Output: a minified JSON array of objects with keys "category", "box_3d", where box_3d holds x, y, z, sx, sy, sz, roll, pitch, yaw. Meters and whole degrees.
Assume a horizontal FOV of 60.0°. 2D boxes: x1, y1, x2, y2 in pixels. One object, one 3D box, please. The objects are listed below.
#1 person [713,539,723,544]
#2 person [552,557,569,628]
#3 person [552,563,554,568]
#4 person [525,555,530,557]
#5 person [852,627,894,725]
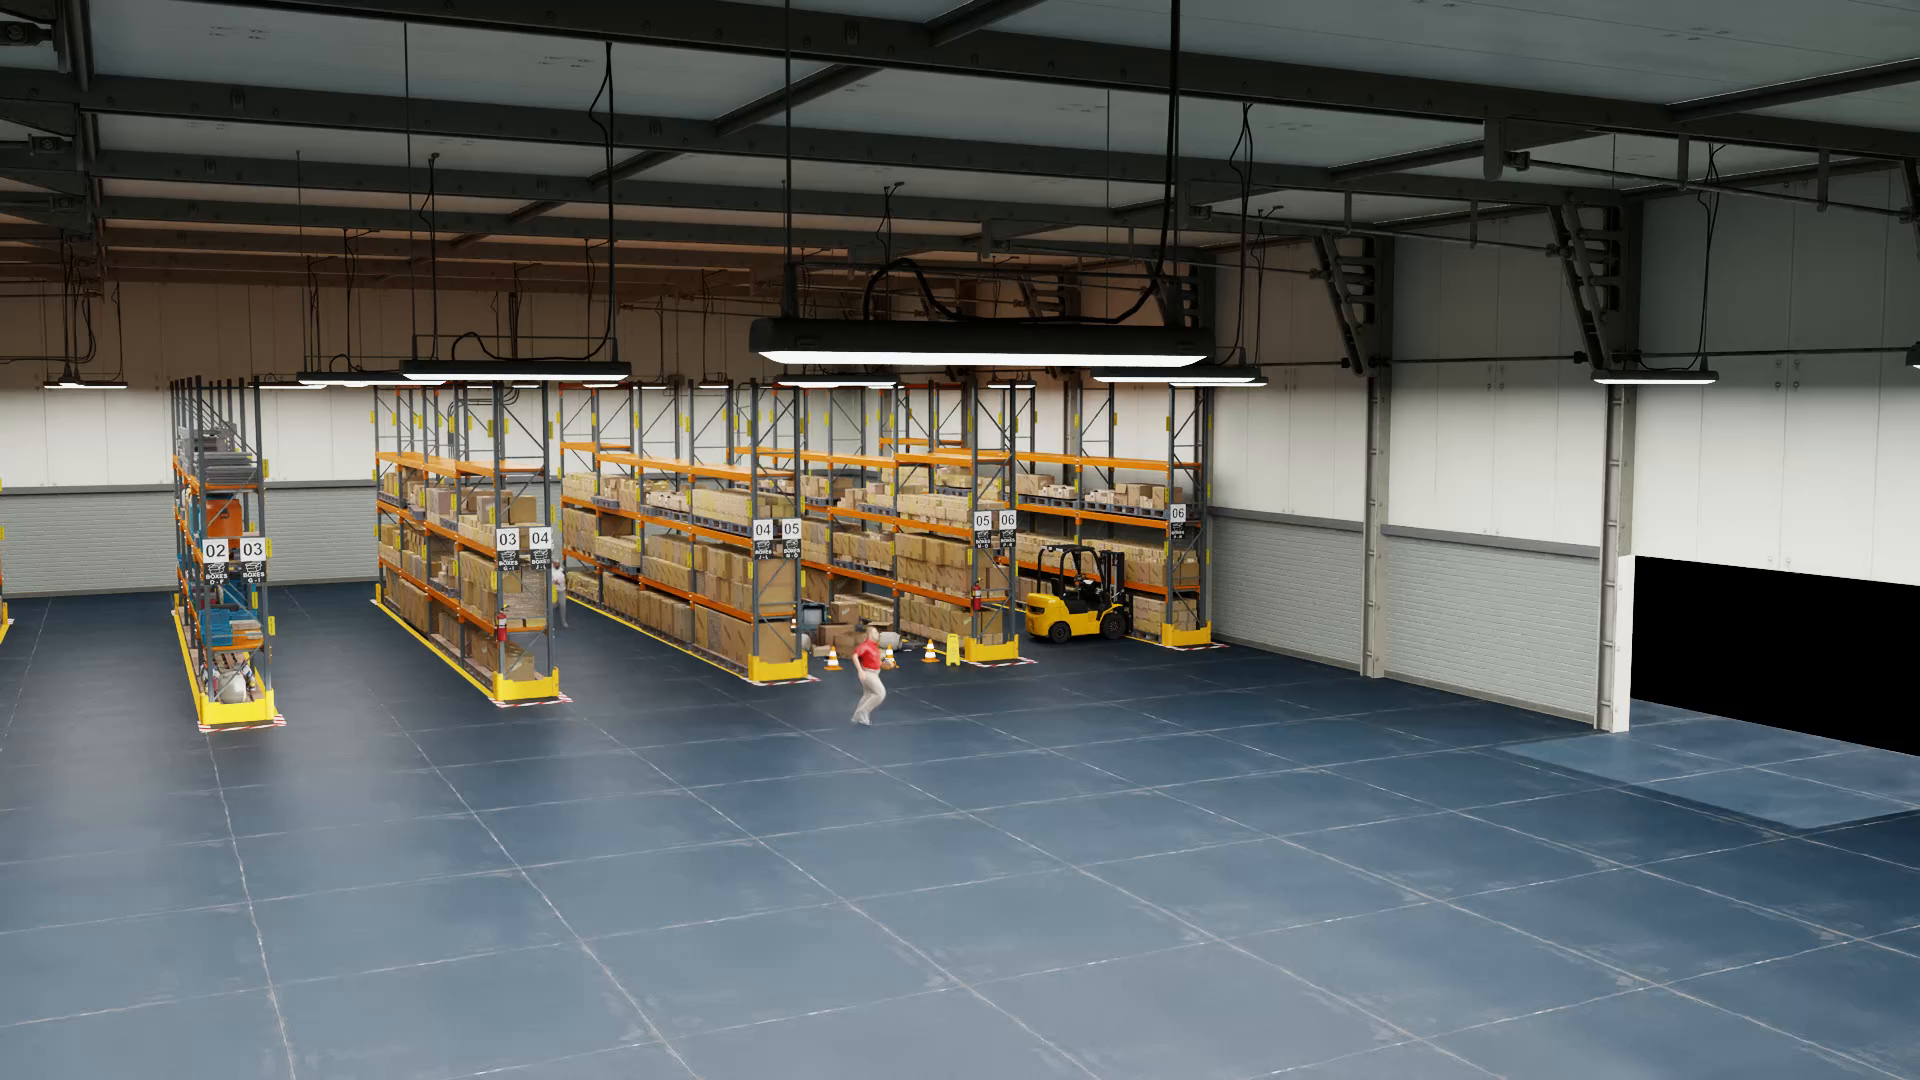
[{"category":"person","box_3d":[-7.474,0.347,50.846,0.518,1.728,0.720,0,5,-2]},{"category":"person","box_3d":[-9.815,1.260,40.520,0.579,1.699,0.923,-4,6,-38]},{"category":"person","box_3d":[-11.001,0.982,43.982,0.598,1.666,0.542,-2,6,-24]},{"category":"person","box_3d":[-12.600,0.690,47.404,0.769,1.645,0.623,4,7,39]},{"category":"person","box_3d":[-1.497,2.333,28.562,0.724,1.687,0.639,1,5,9]}]
